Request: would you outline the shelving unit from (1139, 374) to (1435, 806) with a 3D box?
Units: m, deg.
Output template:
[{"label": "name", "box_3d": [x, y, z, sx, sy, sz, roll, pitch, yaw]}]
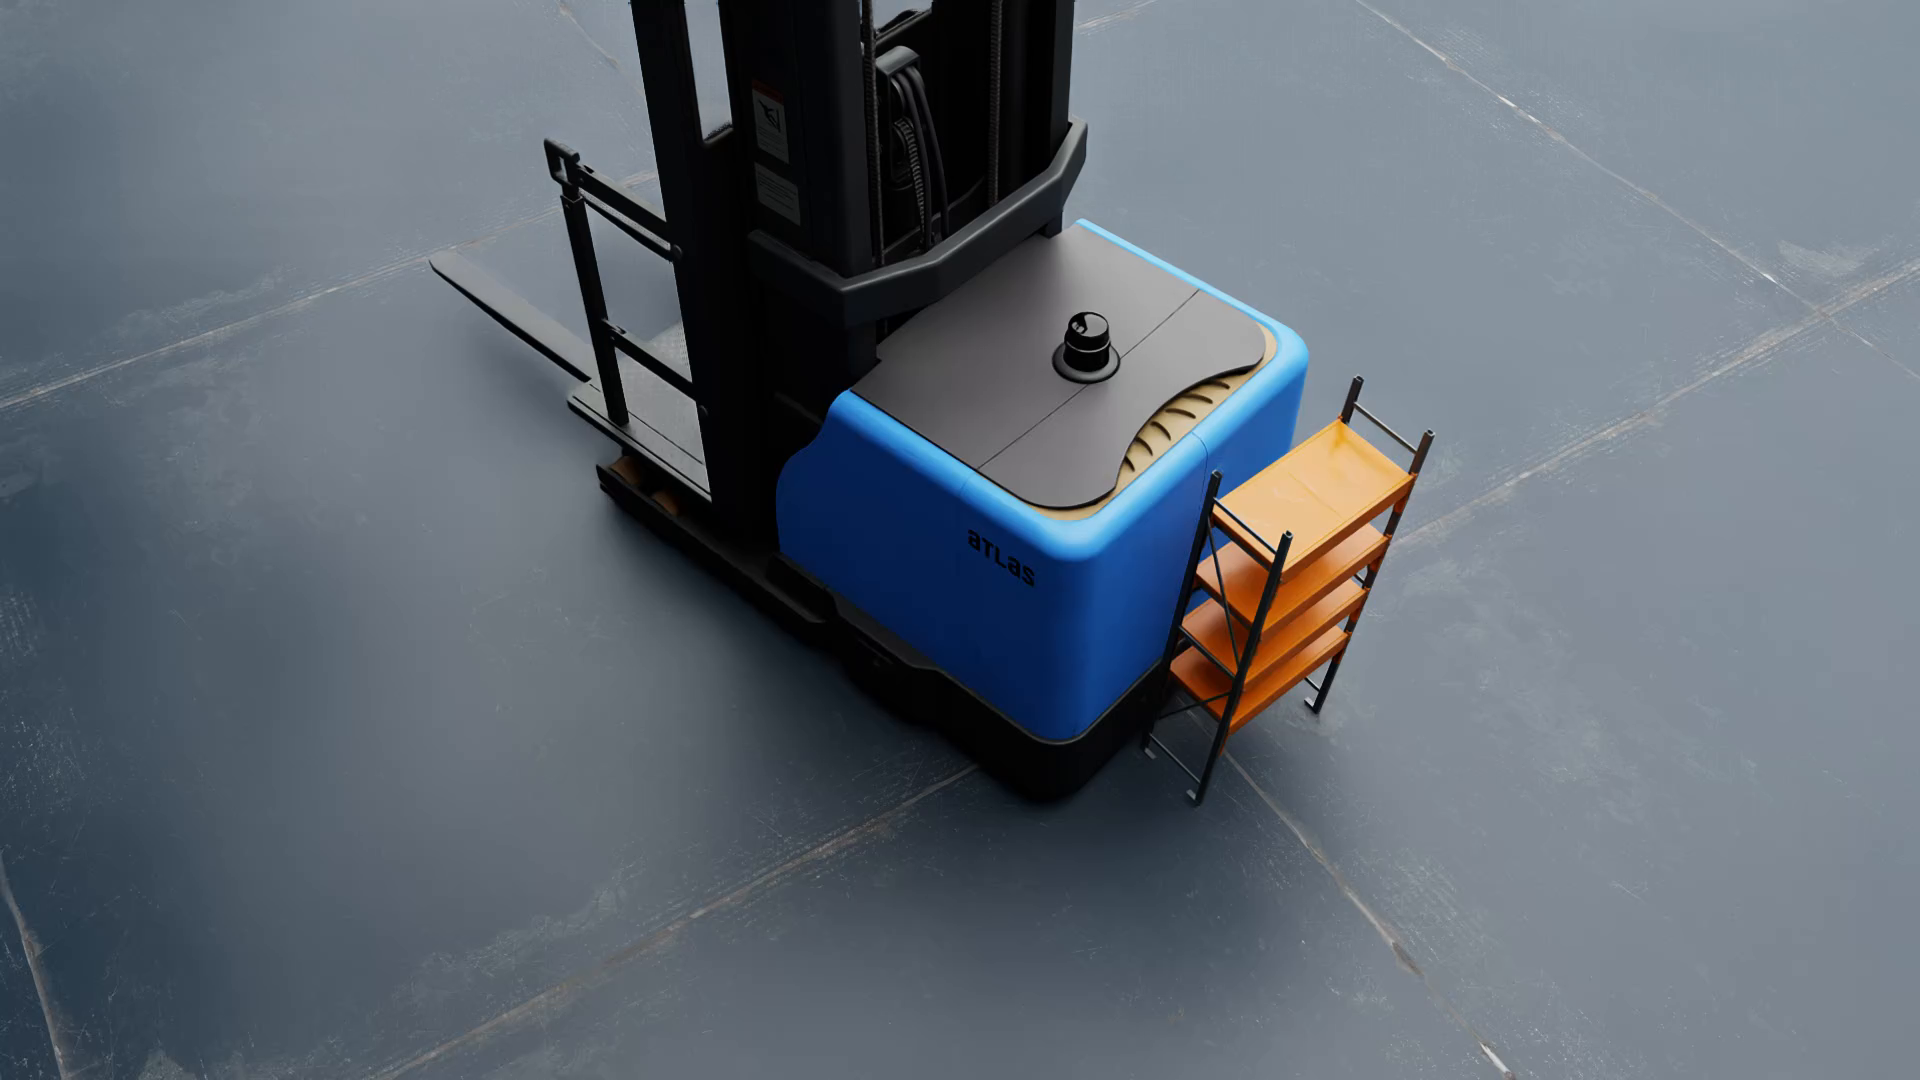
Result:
[{"label": "shelving unit", "box_3d": [0.806, 0.170, 4.283, 0.503, 1.200, 0.258, -33, 61, -26]}]

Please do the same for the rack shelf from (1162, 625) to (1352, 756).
[{"label": "rack shelf", "box_3d": [0.792, 0.334, 4.491, 0.480, 0.148, 0.258, -33, 61, -26]}]

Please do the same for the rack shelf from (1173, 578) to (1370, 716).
[{"label": "rack shelf", "box_3d": [0.803, 0.211, 4.335, 0.480, 0.148, 0.258, -33, 61, -26]}]

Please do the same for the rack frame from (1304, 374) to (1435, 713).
[{"label": "rack frame", "box_3d": [0.992, 0.051, 4.388, 0.015, 1.200, 0.240, -33, 61, -26]}]

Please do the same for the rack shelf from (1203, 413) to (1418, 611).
[{"label": "rack shelf", "box_3d": [0.826, -0.073, 3.974, 0.480, 0.148, 0.258, -33, 61, -26]}]

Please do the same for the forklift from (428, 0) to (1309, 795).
[{"label": "forklift", "box_3d": [-0.516, -1.244, 4.395, 3.031, 2.935, 1.130, 34, 56, 26]}]

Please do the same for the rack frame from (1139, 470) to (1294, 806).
[{"label": "rack frame", "box_3d": [0.620, 0.288, 4.177, 0.015, 1.200, 0.240, -33, 61, -26]}]

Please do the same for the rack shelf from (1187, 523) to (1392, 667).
[{"label": "rack shelf", "box_3d": [0.814, 0.073, 4.160, 0.480, 0.148, 0.258, -33, 61, -26]}]
